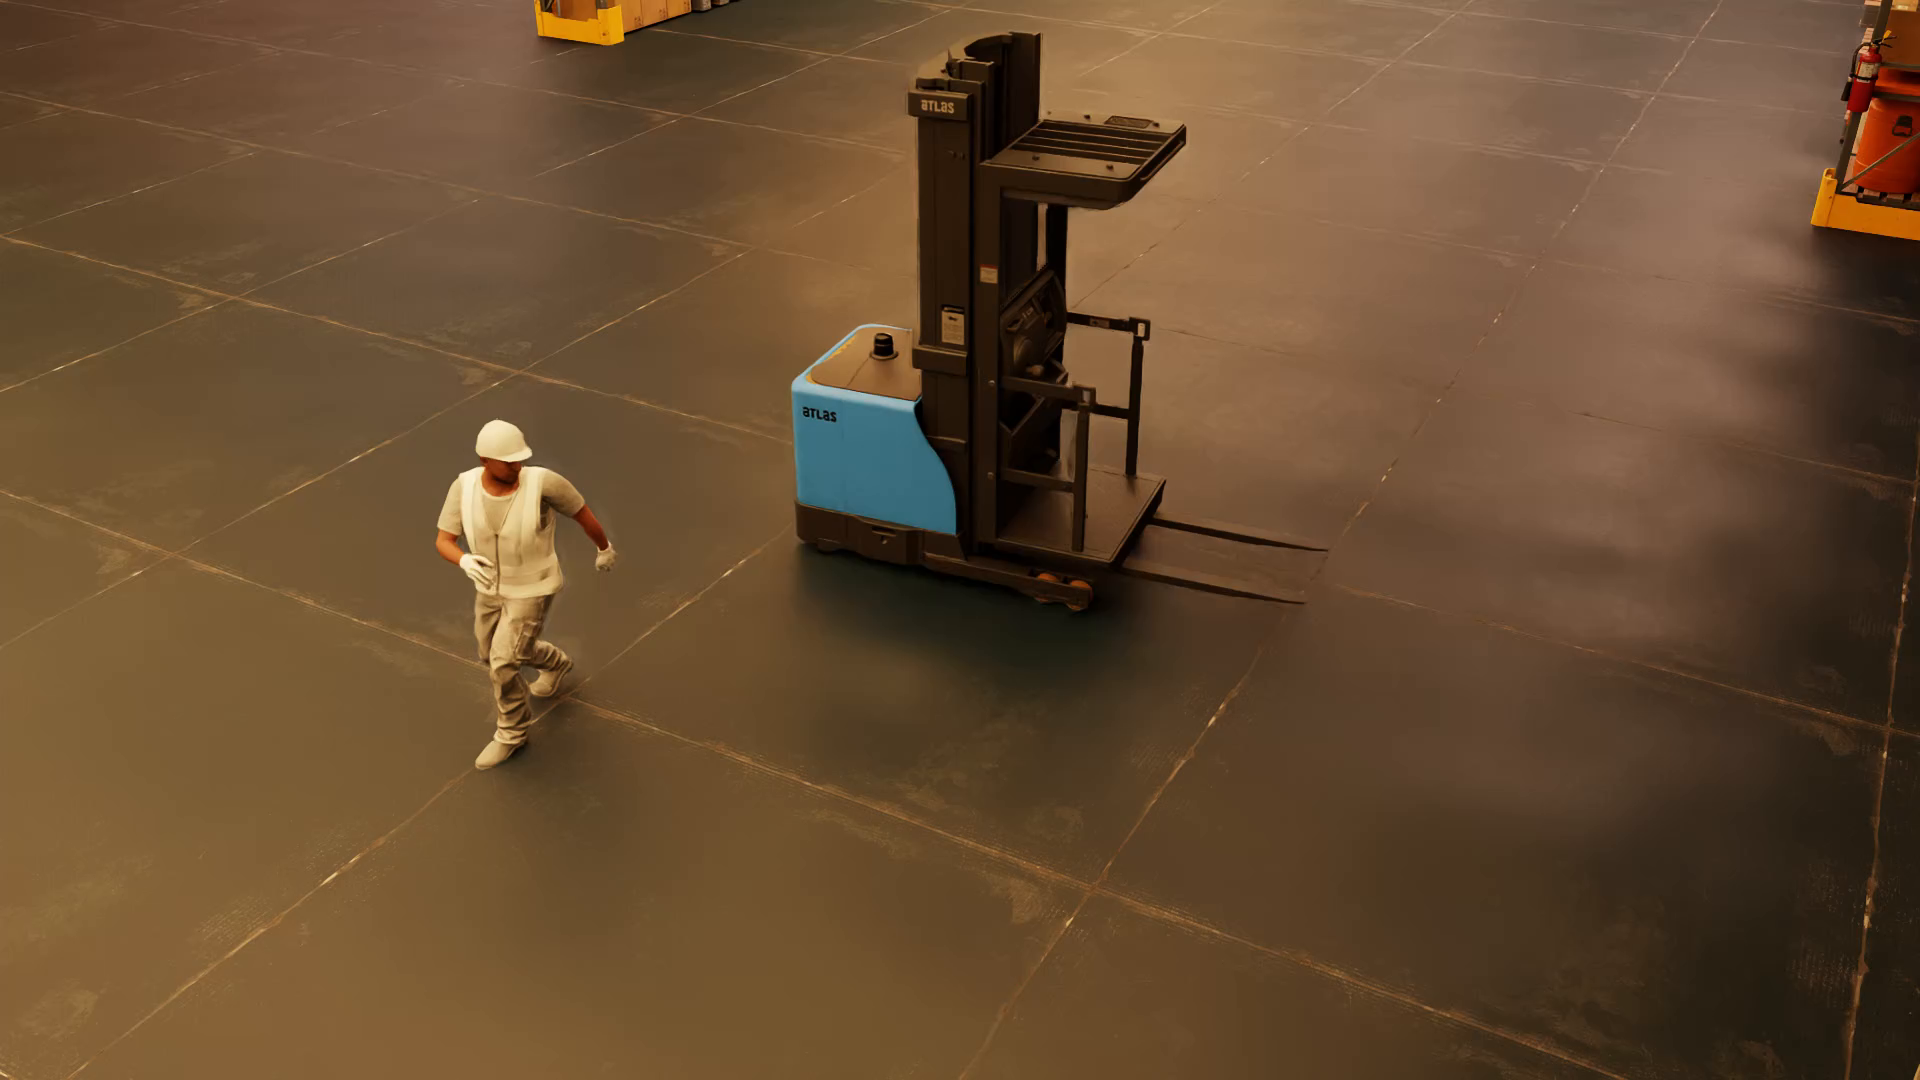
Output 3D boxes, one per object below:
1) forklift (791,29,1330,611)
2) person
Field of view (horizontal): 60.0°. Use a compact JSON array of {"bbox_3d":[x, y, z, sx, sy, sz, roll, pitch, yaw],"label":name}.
[{"bbox_3d":[0.590,-1.177,9.109,3.031,2.935,1.130,12,32,19],"label":"forklift"},{"bbox_3d":[-2.119,0.198,7.993,0.598,1.693,0.896,12,32,20],"label":"person"}]
